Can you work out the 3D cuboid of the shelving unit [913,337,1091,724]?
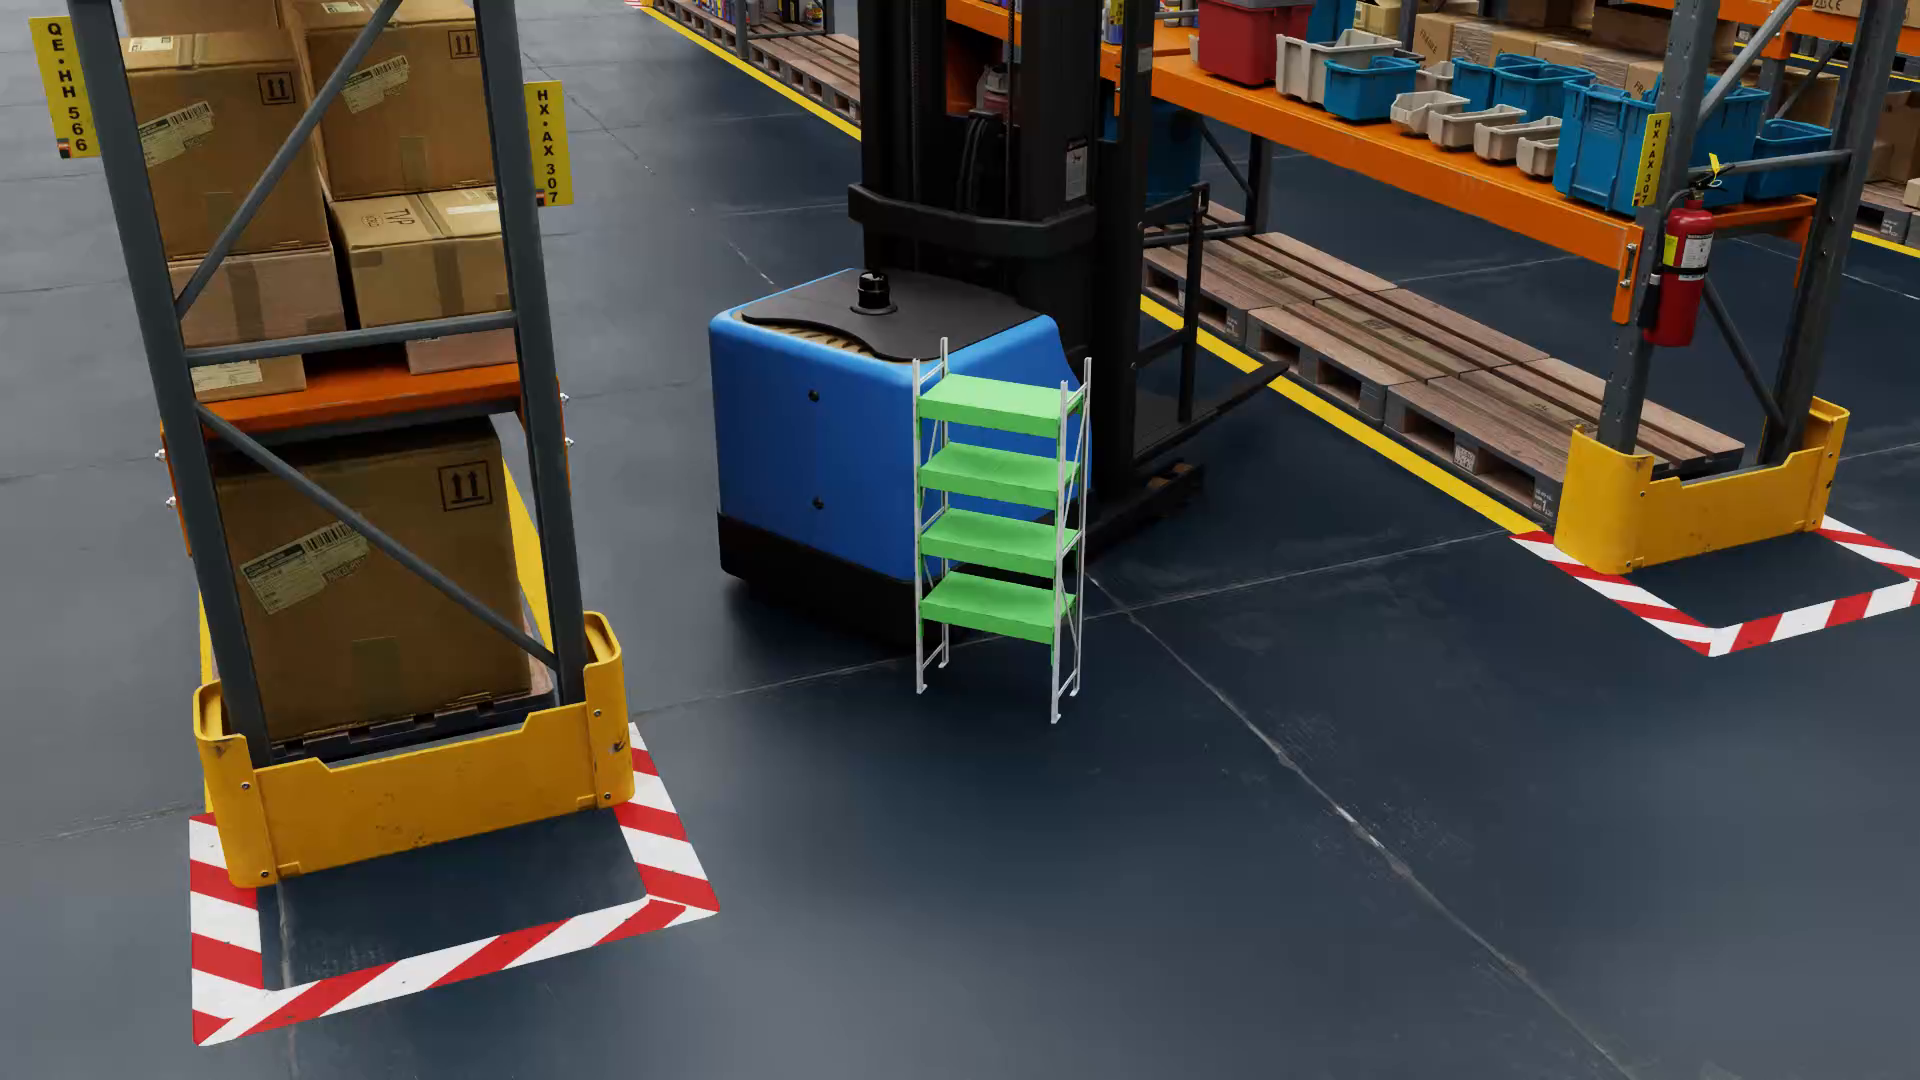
[{"bbox_3d":[0.131,-0.022,5.427,0.503,1.200,0.258,11,28,20],"label":"shelving unit"}]

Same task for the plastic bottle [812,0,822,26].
[{"bbox_3d":[-1.464,-5.398,16.996,0.097,0.271,0.097,0,26,0],"label":"plastic bottle"}]

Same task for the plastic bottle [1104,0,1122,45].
[{"bbox_3d":[0.939,-3.041,9.701,0.152,0.276,0.135,-11,28,-21],"label":"plastic bottle"}]

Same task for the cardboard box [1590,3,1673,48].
[{"bbox_3d":[5.396,-4.097,13.216,0.500,0.250,0.500,-11,28,-22],"label":"cardboard box"}]

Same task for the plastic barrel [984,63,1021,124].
[{"bbox_3d":[0.474,-3.062,11.873,0.600,0.588,0.708,-11,28,-21],"label":"plastic barrel"}]

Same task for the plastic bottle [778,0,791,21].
[{"bbox_3d":[-1.809,-5.602,17.323,0.144,0.351,0.185,-11,28,-21],"label":"plastic bottle"}]

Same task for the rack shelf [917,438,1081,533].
[{"bbox_3d":[0.131,-0.180,5.350,0.480,0.148,0.258,11,28,20],"label":"rack shelf"}]

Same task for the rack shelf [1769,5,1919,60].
[{"bbox_3d":[6.733,-2.712,9.706,1.077,0.370,4.000,-11,28,-21],"label":"rack shelf"}]

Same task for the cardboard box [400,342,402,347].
[{"bbox_3d":[-1.537,-0.718,5.087,0.380,0.149,0.250,-11,28,-21],"label":"cardboard box"}]

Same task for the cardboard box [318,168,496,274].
[{"bbox_3d":[-1.749,-1.042,5.298,0.500,0.250,0.500,-11,28,-21],"label":"cardboard box"}]

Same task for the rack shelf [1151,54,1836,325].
[{"bbox_3d":[2.174,-1.862,7.966,1.077,0.370,4.000,-11,28,-21],"label":"rack shelf"}]

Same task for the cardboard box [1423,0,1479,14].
[{"bbox_3d":[4.449,-4.924,15.433,0.500,0.311,0.500,-10,28,-19],"label":"cardboard box"}]

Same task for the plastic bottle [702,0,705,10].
[{"bbox_3d":[-2.751,-5.885,17.993,0.097,0.271,0.097,0,26,0],"label":"plastic bottle"}]

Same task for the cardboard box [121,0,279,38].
[{"bbox_3d":[-2.820,-1.899,6.197,0.500,0.500,0.500,-11,28,-22],"label":"cardboard box"}]

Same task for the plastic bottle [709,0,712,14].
[{"bbox_3d":[-2.633,-5.763,17.743,0.097,0.271,0.097,0,26,0],"label":"plastic bottle"}]

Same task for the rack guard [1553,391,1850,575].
[{"bbox_3d":[2.979,-0.248,6.687,1.175,0.500,0.348,-11,28,-21],"label":"rack guard"}]

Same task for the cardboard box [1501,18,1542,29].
[{"bbox_3d":[4.966,-4.195,14.270,0.500,0.500,0.500,-9,28,-19],"label":"cardboard box"}]

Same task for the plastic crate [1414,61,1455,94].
[{"bbox_3d":[2.349,-2.250,8.172,0.293,0.136,0.466,-11,28,-21],"label":"plastic crate"}]

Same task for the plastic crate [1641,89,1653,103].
[{"bbox_3d":[2.906,-1.752,7.042,0.416,0.233,0.300,-11,28,-21],"label":"plastic crate"}]

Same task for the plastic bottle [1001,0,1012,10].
[{"bbox_3d":[0.322,-3.629,10.896,0.061,0.283,0.133,-11,28,-21],"label":"plastic bottle"}]

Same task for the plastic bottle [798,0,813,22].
[{"bbox_3d":[-1.615,-5.526,17.253,0.152,0.276,0.135,-10,28,-19],"label":"plastic bottle"}]

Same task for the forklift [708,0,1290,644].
[{"bbox_3d":[0.386,-1.532,6.547,1.130,2.935,3.031,19,32,34],"label":"forklift"}]

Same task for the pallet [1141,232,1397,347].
[{"bbox_3d":[1.715,-1.450,9.479,1.003,0.211,1.213,-11,28,-21],"label":"pallet"}]

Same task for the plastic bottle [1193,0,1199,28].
[{"bbox_3d":[1.487,-3.293,10.223,0.097,0.271,0.097,0,26,0],"label":"plastic bottle"}]

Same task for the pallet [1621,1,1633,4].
[{"bbox_3d":[8.162,-5.865,18.521,1.003,0.211,1.213,-11,28,-21],"label":"pallet"}]

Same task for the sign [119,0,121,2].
[{"bbox_3d":[-3.662,-2.530,7.283,0.100,0.325,0.005,-11,28,-21],"label":"sign"}]

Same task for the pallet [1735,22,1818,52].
[{"bbox_3d":[8.635,-5.373,17.514,1.003,0.211,1.213,-11,28,-21],"label":"pallet"}]

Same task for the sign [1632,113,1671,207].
[{"bbox_3d":[2.457,-1.351,5.911,0.100,0.325,0.005,-11,28,-21],"label":"sign"}]

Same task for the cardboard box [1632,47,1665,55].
[{"bbox_3d":[5.577,-3.571,12.992,0.500,0.500,0.500,-10,28,-20],"label":"cardboard box"}]

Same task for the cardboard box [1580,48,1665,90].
[{"bbox_3d":[5.111,-3.471,12.787,0.500,0.500,0.500,-10,28,-20],"label":"cardboard box"}]

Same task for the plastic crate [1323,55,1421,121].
[{"bbox_3d":[1.917,-2.115,7.785,0.416,0.233,0.300,-11,28,-21],"label":"plastic crate"}]

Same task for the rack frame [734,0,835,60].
[{"bbox_3d":[-1.742,-6.223,16.076,1.000,3.000,0.127,-11,28,-21],"label":"rack frame"}]

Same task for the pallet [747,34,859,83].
[{"bbox_3d":[-1.399,-4.659,16.052,1.003,0.211,1.213,-11,28,-21],"label":"pallet"}]

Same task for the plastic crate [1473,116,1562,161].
[{"bbox_3d":[2.371,-1.704,7.054,0.396,0.136,0.243,-11,28,-21],"label":"plastic crate"}]

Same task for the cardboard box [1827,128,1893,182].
[{"bbox_3d":[5.915,-2.625,11.272,0.500,0.311,0.500,-11,28,-21],"label":"cardboard box"}]

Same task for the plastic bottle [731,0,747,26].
[{"bbox_3d":[-2.260,-5.440,16.992,0.144,0.351,0.185,-11,28,-22],"label":"plastic bottle"}]

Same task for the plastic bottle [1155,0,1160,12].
[{"bbox_3d":[1.292,-3.521,10.675,0.061,0.283,0.133,-11,28,-21],"label":"plastic bottle"}]

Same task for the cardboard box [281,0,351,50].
[{"bbox_3d":[-1.944,-1.581,5.546,0.500,0.500,0.500,-11,28,-22],"label":"cardboard box"}]

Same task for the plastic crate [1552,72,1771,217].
[{"bbox_3d":[2.654,-1.524,6.344,0.616,0.435,0.499,-11,28,-21],"label":"plastic crate"}]

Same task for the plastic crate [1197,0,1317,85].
[{"bbox_3d":[1.510,-2.645,8.608,0.402,0.464,0.583,-11,28,-21],"label":"plastic crate"}]

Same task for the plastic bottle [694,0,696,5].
[{"bbox_3d":[-2.885,-6.024,18.277,0.097,0.271,0.097,0,26,0],"label":"plastic bottle"}]

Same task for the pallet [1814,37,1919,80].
[{"bbox_3d":[9.180,-4.726,16.189,1.003,0.211,1.213,-11,28,-21],"label":"pallet"}]

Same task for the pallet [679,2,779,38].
[{"bbox_3d":[-2.448,-5.741,18.268,1.003,0.211,1.213,-11,28,-21],"label":"pallet"}]

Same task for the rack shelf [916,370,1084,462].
[{"bbox_3d":[0.131,-0.396,5.244,0.480,0.148,0.258,11,28,20],"label":"rack shelf"}]

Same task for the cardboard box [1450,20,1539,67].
[{"bbox_3d":[4.509,-4.089,14.053,0.500,0.500,0.500,-12,28,-22],"label":"cardboard box"}]

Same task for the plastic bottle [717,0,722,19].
[{"bbox_3d":[-2.461,-5.648,17.418,0.144,0.351,0.185,-11,28,-21],"label":"plastic bottle"}]
